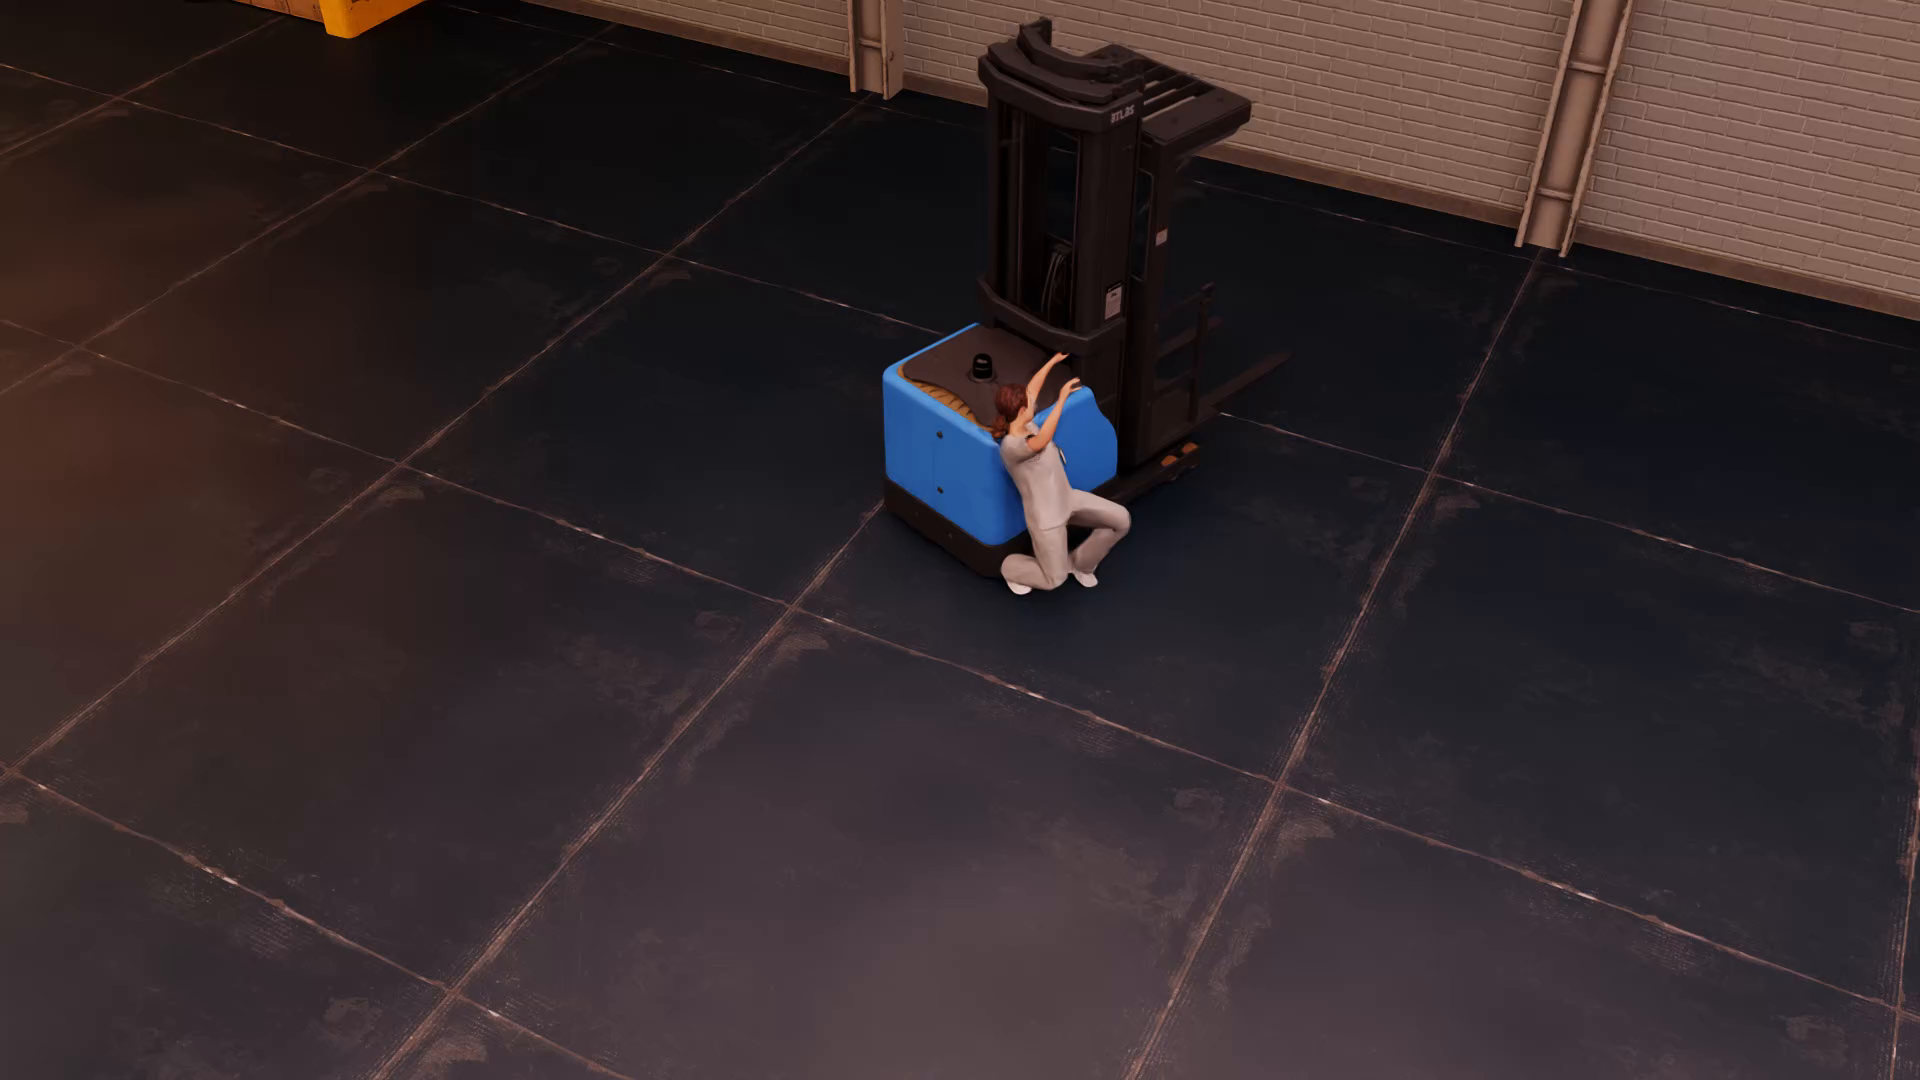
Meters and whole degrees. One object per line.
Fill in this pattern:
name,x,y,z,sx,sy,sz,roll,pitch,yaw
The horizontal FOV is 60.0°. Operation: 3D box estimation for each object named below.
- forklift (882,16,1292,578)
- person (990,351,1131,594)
forklift,0.948,-1.723,10.032,3.031,2.935,1.130,-31,49,-31
person,0.642,-0.397,9.568,0.801,1.538,0.987,17,43,19
